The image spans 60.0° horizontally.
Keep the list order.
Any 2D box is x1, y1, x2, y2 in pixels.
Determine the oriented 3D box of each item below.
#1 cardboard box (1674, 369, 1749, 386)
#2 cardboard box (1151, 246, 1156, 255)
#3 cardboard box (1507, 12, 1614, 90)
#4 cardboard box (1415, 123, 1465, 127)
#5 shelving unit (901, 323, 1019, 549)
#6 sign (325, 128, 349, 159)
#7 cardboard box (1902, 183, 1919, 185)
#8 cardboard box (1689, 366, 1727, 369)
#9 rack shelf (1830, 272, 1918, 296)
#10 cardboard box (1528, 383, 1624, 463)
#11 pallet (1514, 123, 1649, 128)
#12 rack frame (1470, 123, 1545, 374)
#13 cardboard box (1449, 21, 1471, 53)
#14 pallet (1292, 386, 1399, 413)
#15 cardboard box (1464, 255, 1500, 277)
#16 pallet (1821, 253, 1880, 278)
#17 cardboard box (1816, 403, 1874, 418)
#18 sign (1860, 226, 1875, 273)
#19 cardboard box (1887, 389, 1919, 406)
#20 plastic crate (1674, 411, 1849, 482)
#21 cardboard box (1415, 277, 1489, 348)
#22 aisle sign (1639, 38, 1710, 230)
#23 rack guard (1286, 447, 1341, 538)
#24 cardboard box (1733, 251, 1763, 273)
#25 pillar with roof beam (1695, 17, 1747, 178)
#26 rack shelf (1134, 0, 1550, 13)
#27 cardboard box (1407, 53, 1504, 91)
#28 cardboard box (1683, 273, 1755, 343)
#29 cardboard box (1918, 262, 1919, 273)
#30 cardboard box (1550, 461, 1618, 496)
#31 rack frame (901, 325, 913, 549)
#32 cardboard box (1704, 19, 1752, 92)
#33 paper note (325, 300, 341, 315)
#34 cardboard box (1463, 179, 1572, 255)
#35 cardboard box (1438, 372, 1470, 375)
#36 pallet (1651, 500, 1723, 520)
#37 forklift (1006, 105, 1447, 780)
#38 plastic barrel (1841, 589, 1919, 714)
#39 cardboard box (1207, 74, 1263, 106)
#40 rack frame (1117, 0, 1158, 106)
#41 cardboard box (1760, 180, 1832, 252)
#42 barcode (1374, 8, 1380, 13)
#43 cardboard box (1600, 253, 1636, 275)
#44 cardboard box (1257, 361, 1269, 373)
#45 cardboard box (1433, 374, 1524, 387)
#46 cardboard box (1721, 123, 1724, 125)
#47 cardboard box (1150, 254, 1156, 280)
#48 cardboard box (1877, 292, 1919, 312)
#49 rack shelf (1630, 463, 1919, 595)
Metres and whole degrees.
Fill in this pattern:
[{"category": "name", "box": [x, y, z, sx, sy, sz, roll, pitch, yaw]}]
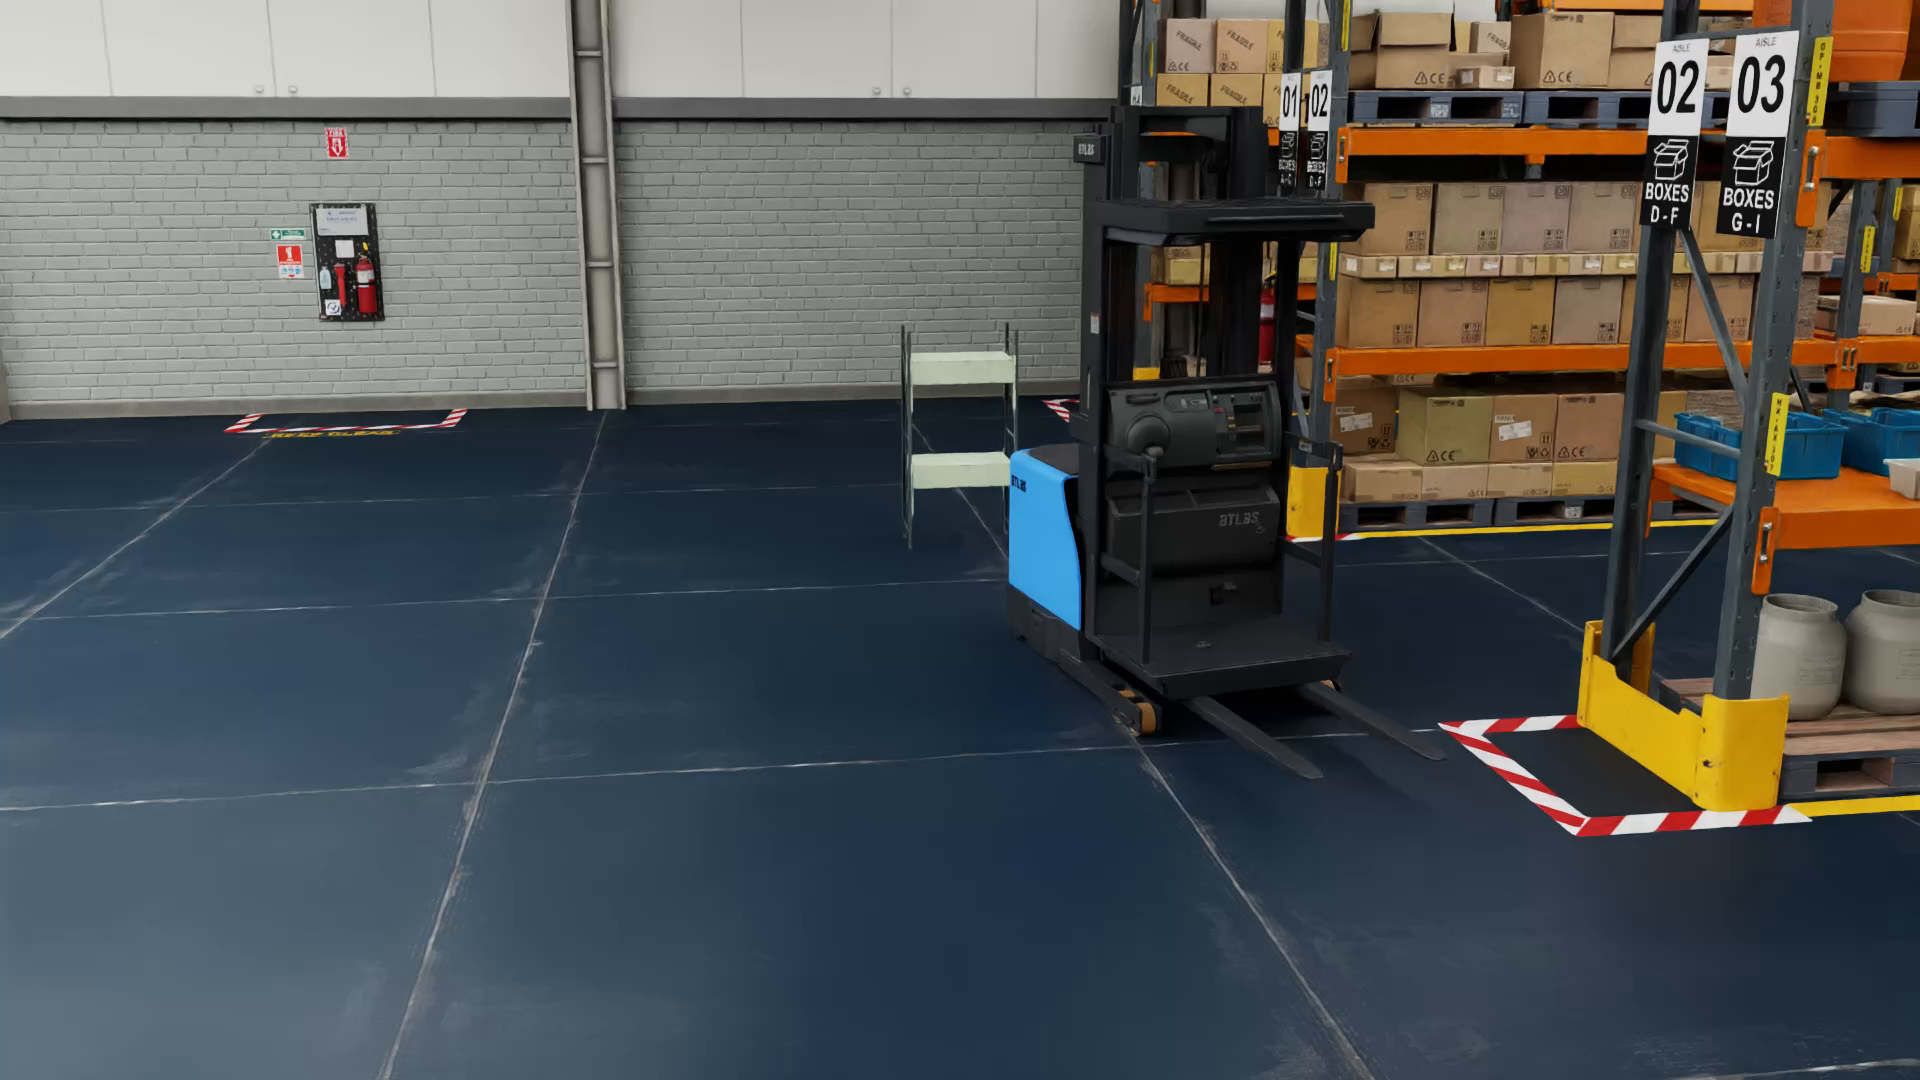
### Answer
[{"category": "cardboard box", "box": [5.922, -1.054, 13.005, 0.500, 0.500, 0.500, -2, 14, -8]}, {"category": "cardboard box", "box": [2.165, -3.177, 16.949, 0.500, 0.500, 0.500, -2, 14, -9]}, {"category": "cardboard box", "box": [4.155, -3.386, 11.534, 0.500, 0.500, 0.500, -2, 14, -8]}, {"category": "cardboard box", "box": [4.721, -4.373, 16.580, 0.500, 0.500, 0.500, -3, 14, -13]}, {"category": "shelving unit", "box": [-0.007, -0.727, 11.538, 0.755, 1.500, 0.431, -2, 14, -8]}, {"category": "sign", "box": [-6.112, -3.892, 16.308, 0.199, 0.298, 0.001, -2, 14, -8]}, {"category": "cardboard box", "box": [10.563, -3.761, 18.152, 0.500, 0.250, 0.500, -3, 14, -10]}, {"category": "cardboard box", "box": [7.923, -2.045, 17.943, 0.500, 0.500, 0.700, -2, 14, -9]}, {"category": "rack shelf", "box": [11.619, -2.821, 18.285, 4.000, 0.370, 1.077, -2, 14, -8]}, {"category": "cardboard box", "box": [4.519, -0.870, 12.272, 0.500, 0.500, 0.500, -2, 14, -8]}, {"category": "pallet", "box": [6.312, -4.314, 16.975, 1.003, 0.211, 1.213, -2, 14, -8]}, {"category": "rack frame", "box": [5.686, -2.953, 17.330, 0.127, 3.000, 1.000, -2, 14, -8]}, {"category": "cardboard box", "box": [4.687, -4.845, 16.407, 0.500, 0.500, 0.500, -1, 14, -5]}, {"category": "pallet", "box": [3.818, -1.523, 17.359, 1.213, 0.211, 1.003, -2, 14, -8]}, {"category": "cardboard box", "box": [3.649, -1.970, 11.870, 0.250, 0.149, 0.380, -2, 14, -9]}, {"category": "pallet", "box": [8.952, -2.953, 17.726, 1.003, 0.211, 1.213, -2, 14, -8]}, {"category": "cardboard box", "box": [6.873, -0.859, 12.615, 0.500, 0.311, 0.500, -2, 14, -8]}, {"category": "sign", "box": [6.511, -2.086, 11.932, 0.005, 0.325, 0.100, -2, 14, -8]}, {"category": "cardboard box", "box": [7.792, -1.025, 13.279, 0.500, 0.311, 0.500, -2, 14, -8]}, {"category": "plastic crate", "box": [3.656, -0.443, 7.627, 0.616, 0.251, 0.499, -2, 14, -8]}, {"category": "cardboard box", "box": [3.454, -1.699, 12.125, 0.500, 0.500, 0.700, -2, 14, -7]}, {"category": "aisle sign", "box": [3.091, -1.755, 7.208, 0.004, 0.787, 0.394, -2, 14, -8]}, {"category": "rack guard", "box": [2.448, -0.403, 12.302, 0.348, 0.500, 1.175, -2, 14, -8]}, {"category": "cardboard box", "box": [5.687, -2.045, 12.170, 0.250, 0.149, 0.380, -3, 14, -10]}, {"category": "pillar with roof beam", "box": [8.868, -5.133, 13.691, 0.400, 9.000, 9.100, -2, 14, -8]}, {"category": "rack shelf", "box": [3.708, -5.440, 16.399, 4.000, 0.370, 1.077, -2, 14, -8]}, {"category": "cardboard box", "box": [3.571, -3.376, 12.006, 0.500, 0.250, 0.500, -2, 14, -8]}, {"category": "cardboard box", "box": [5.469, -1.772, 12.415, 0.500, 0.500, 0.700, -2, 14, -9]}, {"category": "cardboard box", "box": [10.251, -2.949, 17.790, 0.250, 0.149, 0.380, -2, 14, -8]}, {"category": "cardboard box", "box": [4.519, -0.506, 12.364, 0.500, 0.250, 0.500, -2, 14, -8]}, {"category": "rack frame", "box": [-0.369, -0.714, 11.486, 0.023, 1.500, 0.400, -2, 14, -8]}, {"category": "cardboard box", "box": [5.890, -3.582, 12.314, 0.500, 0.500, 0.500, -1, 14, -4]}, {"category": "paper note", "box": [-6.274, -2.327, 16.643, 0.142, 0.148, 0.016, -2, 14, -8]}, {"category": "cardboard box", "box": [4.005, -2.349, 12.049, 0.500, 0.500, 0.700, -2, 14, -8]}, {"category": "cardboard box", "box": [5.161, -1.765, 17.515, 0.250, 0.166, 0.380, -4, 15, -16]}, {"category": "pallet", "box": [5.635, -0.390, 12.844, 1.213, 0.211, 1.003, -2, 14, -8]}, {"category": "forklift", "box": [1.246, -0.592, 8.058, 1.130, 2.935, 3.031, -5, 15, -19]}, {"category": "plastic barrel", "box": [4.341, 0.518, 7.742, 0.421, 0.512, 0.421, 0, 14, 0]}, {"category": "cardboard box", "box": [2.634, -4.284, 16.225, 0.500, 0.500, 0.500, -1, 14, -5]}, {"category": "rack frame", "box": [1.730, -5.718, 16.022, 0.127, 3.000, 1.000, -2, 14, -8]}, {"category": "cardboard box", "box": [5.989, -2.422, 12.339, 0.500, 0.500, 0.700, -2, 14, -8]}, {"category": "barcode", "box": [4.247, -5.382, 16.946, 0.075, 0.075, 0.001, -2, 14, -8]}, {"category": "cardboard box", "box": [4.672, -2.007, 12.020, 0.250, 0.149, 0.380, -2, 14, -6]}, {"category": "cardboard box", "box": [2.991, -1.741, 17.122, 0.500, 0.311, 0.500, -1, 14, -4]}, {"category": "cardboard box", "box": [3.944, -0.981, 12.715, 0.500, 0.500, 0.500, -2, 14, -8]}, {"category": "cardboard box", "box": [8.345, -4.588, 17.430, 0.637, 0.503, 0.797, 0, 14, 0]}, {"category": "cardboard box", "box": [2.164, -2.809, 17.021, 0.500, 0.250, 0.500, -2, 14, -7]}, {"category": "cardboard box", "box": [7.269, -1.772, 12.899, 0.258, 0.266, 0.396, -2, 14, -10]}, {"category": "rack shelf", "box": [5.184, -0.149, 7.626, 4.000, 0.370, 1.077, -2, 14, -8]}]
